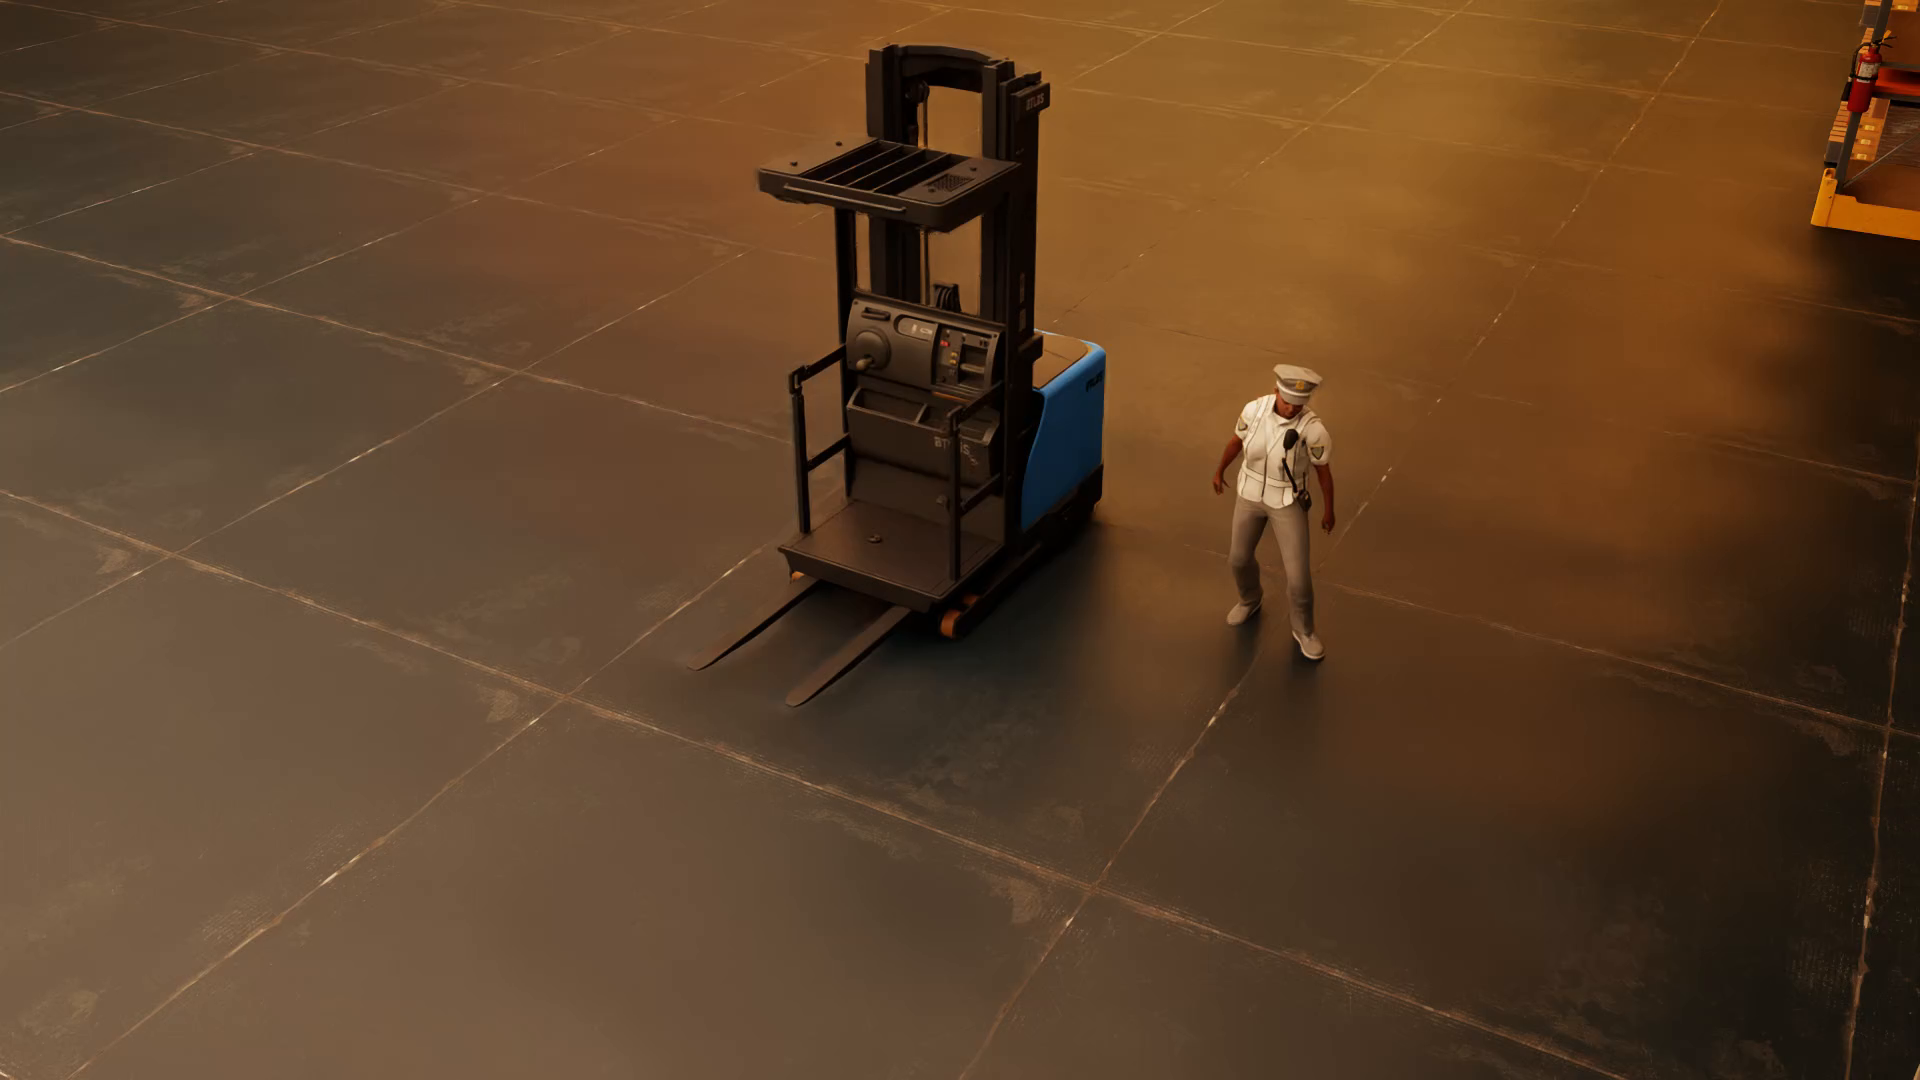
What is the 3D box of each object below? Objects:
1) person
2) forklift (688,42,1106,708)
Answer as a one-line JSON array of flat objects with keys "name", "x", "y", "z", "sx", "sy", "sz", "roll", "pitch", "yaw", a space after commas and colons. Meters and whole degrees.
[{"name": "person", "x": 1.668, "y": -0.198, "z": 8.765, "sx": 0.798, "sy": 1.634, "sz": 0.432, "roll": 19, "pitch": 35, "yaw": 30}, {"name": "forklift", "x": -0.314, "y": -0.992, "z": 8.789, "sx": 1.130, "sy": 2.935, "sz": 3.031, "roll": 17, "pitch": 34, "yaw": 27}]
